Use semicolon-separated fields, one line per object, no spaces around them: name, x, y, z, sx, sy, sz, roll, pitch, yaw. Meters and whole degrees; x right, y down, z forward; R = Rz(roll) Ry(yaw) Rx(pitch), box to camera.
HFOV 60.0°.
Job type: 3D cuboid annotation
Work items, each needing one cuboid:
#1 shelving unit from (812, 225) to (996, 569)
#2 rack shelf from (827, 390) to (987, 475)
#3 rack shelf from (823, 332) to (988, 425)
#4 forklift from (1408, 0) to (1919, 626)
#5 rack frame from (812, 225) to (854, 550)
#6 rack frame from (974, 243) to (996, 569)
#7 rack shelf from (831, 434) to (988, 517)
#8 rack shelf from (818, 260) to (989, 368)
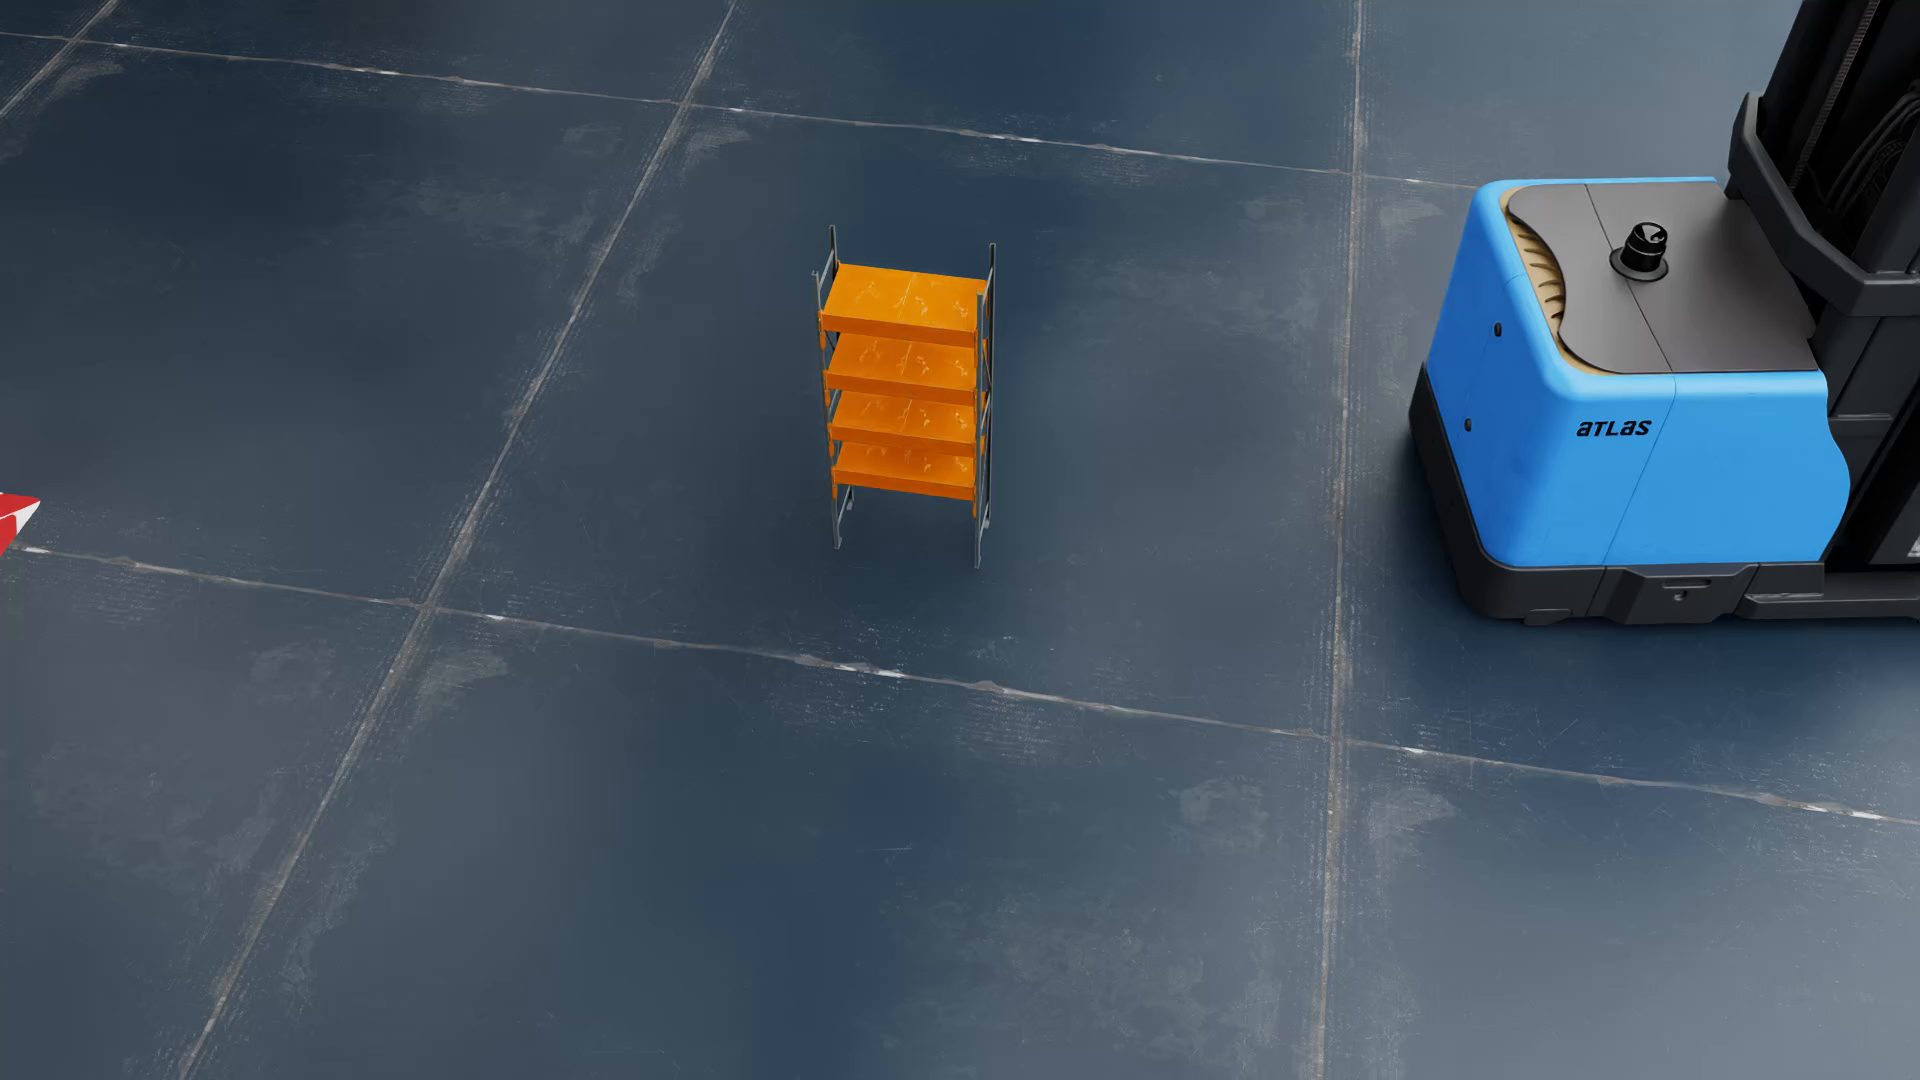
shelving unit;-0.163;-0.423;5.323;0.503;1.200;0.258;8;49;7
rack shelf;-0.163;-0.378;5.373;0.480;0.148;0.258;8;49;7
rack shelf;-0.163;-0.527;5.207;0.480;0.148;0.258;8;49;7
forklift;3.160;-1.095;4.763;3.031;2.935;1.130;-1;48;-1
rack frame;-0.403;-0.455;5.352;0.015;1.200;0.240;8;49;7
rack frame;0.077;-0.391;5.294;0.015;1.200;0.240;8;49;7
rack shelf;-0.163;-0.245;5.521;0.480;0.148;0.258;8;49;7
rack shelf;-0.163;-0.686;5.031;0.480;0.148;0.258;8;49;7
